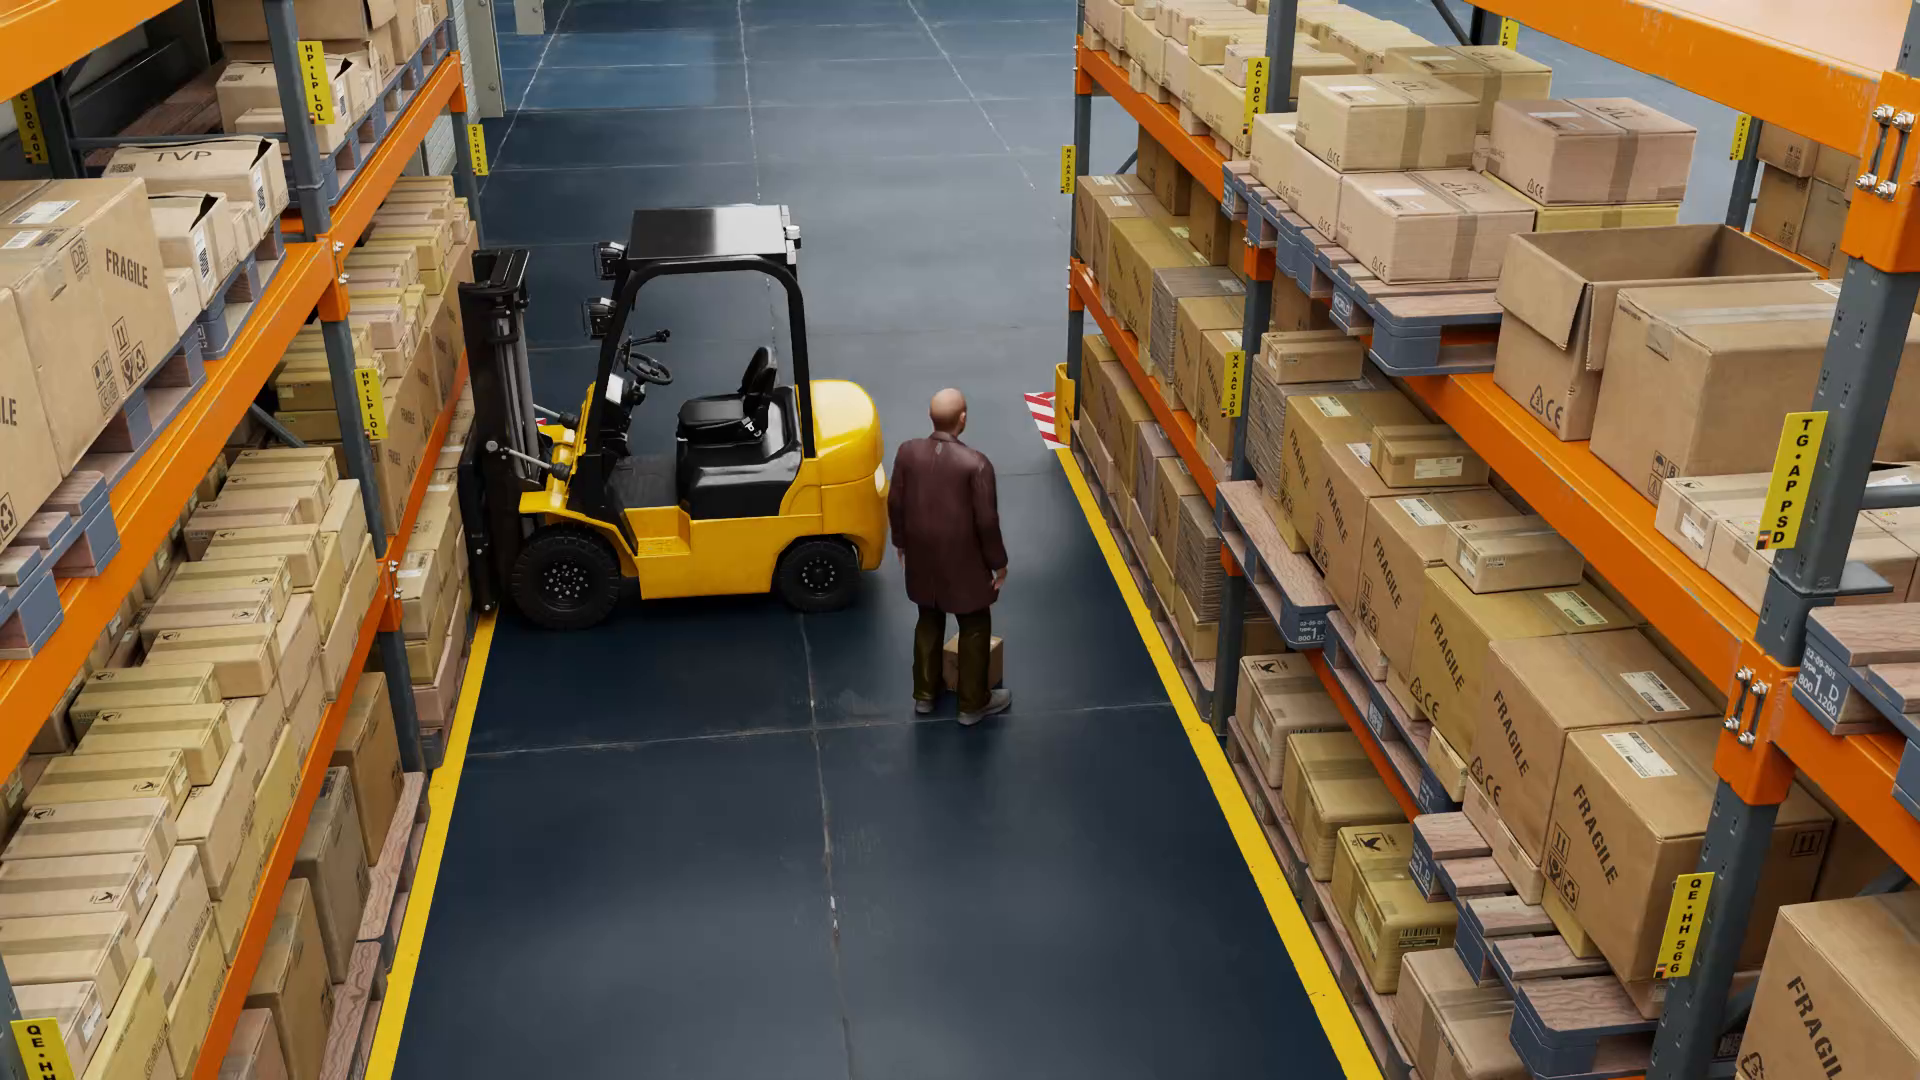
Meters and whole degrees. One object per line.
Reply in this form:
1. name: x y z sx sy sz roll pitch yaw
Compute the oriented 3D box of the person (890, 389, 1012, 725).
1. person: -0.049 0.087 8.462 0.643 1.773 0.428 15 30 27
